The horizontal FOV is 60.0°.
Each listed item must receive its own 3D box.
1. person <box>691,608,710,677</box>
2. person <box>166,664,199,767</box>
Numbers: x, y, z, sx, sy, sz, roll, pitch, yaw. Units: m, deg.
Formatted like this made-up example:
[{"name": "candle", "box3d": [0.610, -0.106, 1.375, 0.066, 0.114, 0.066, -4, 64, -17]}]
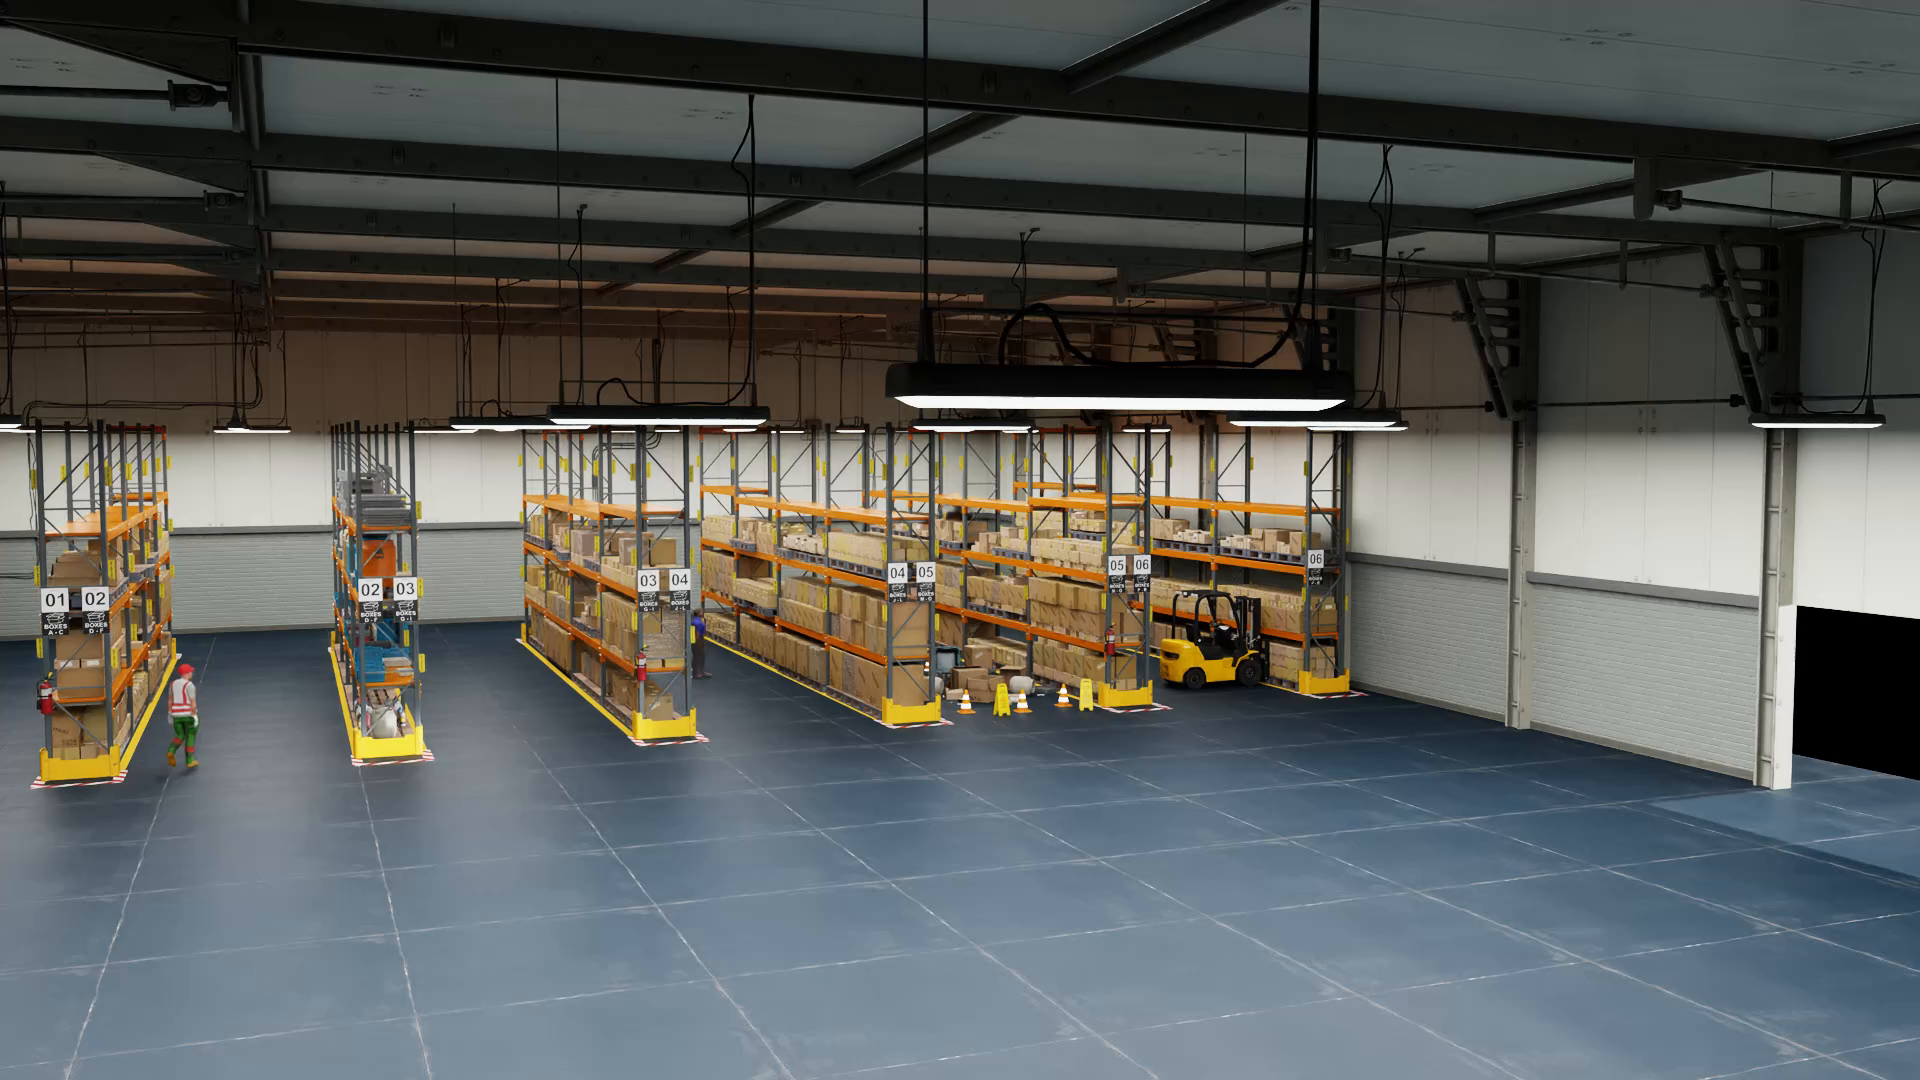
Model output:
[{"name": "person", "box3d": [-6.191, 2.434, 39.602, 0.389, 1.663, 0.521, 1, 4, 9]}, {"name": "person", "box3d": [-13.409, 3.031, 28.644, 0.593, 1.783, 0.588, 1, 4, 10]}]
